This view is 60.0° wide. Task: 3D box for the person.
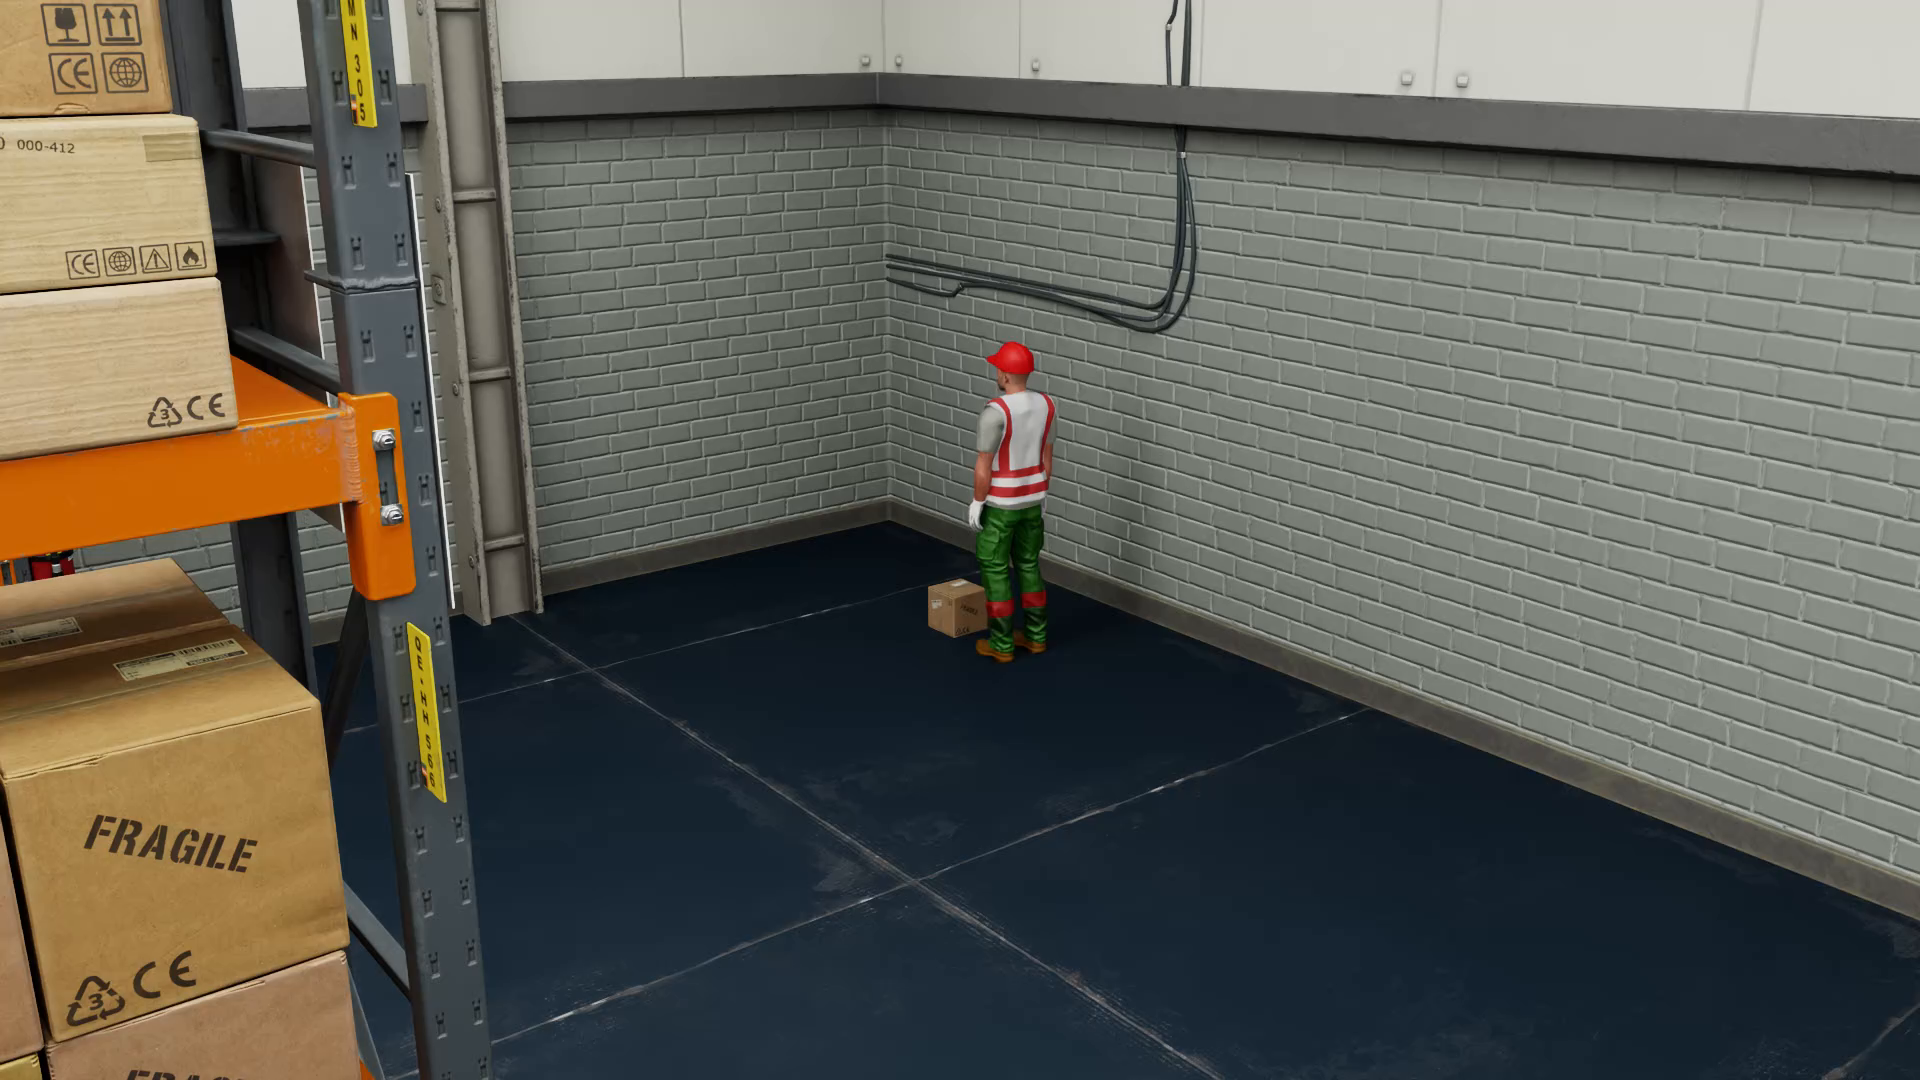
[{"bbox_3d":[0.282,-0.214,9.191,0.524,1.785,0.338,-13,22,-35],"label":"person"}]
